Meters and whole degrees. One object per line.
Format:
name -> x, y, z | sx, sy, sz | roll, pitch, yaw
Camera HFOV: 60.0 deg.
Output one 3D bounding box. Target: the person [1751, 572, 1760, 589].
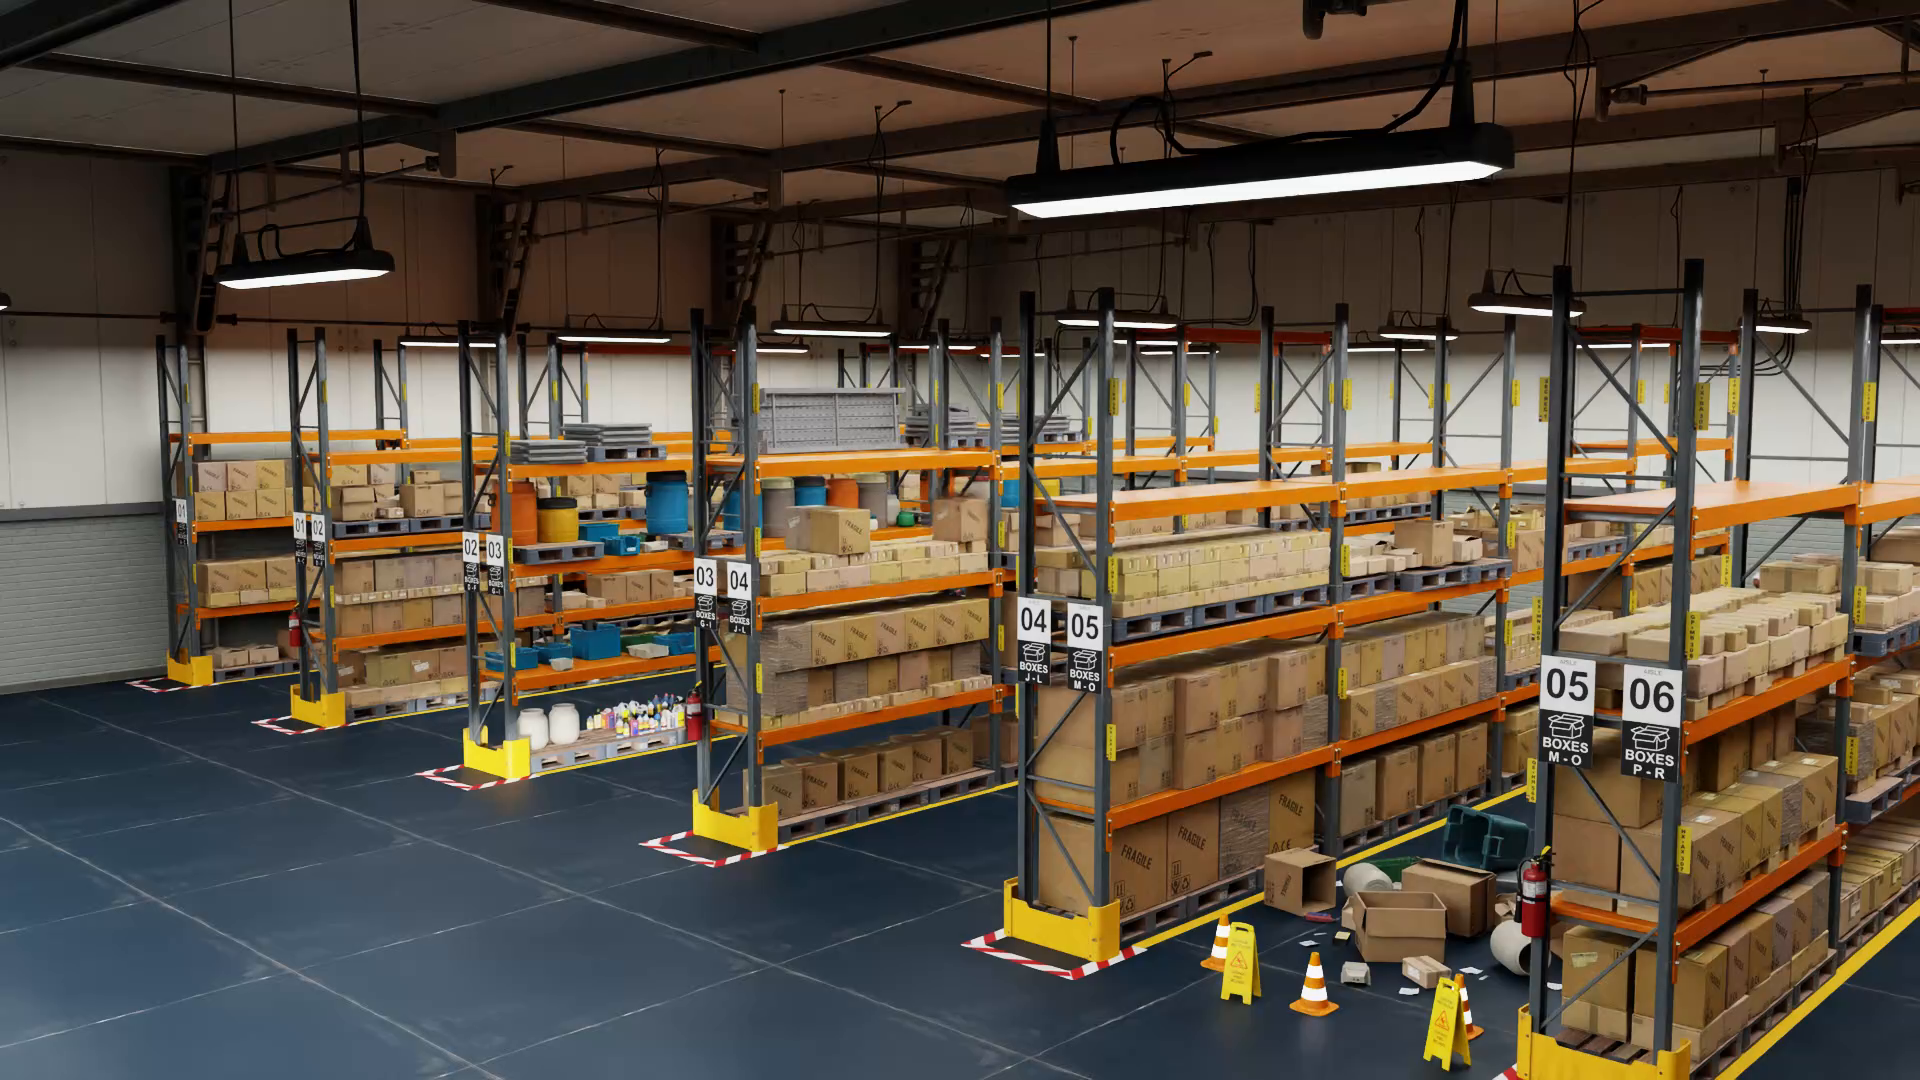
person -> 14.624, 1.446, 30.324 | 1.011, 1.746, 0.519 | 3, 6, 30
